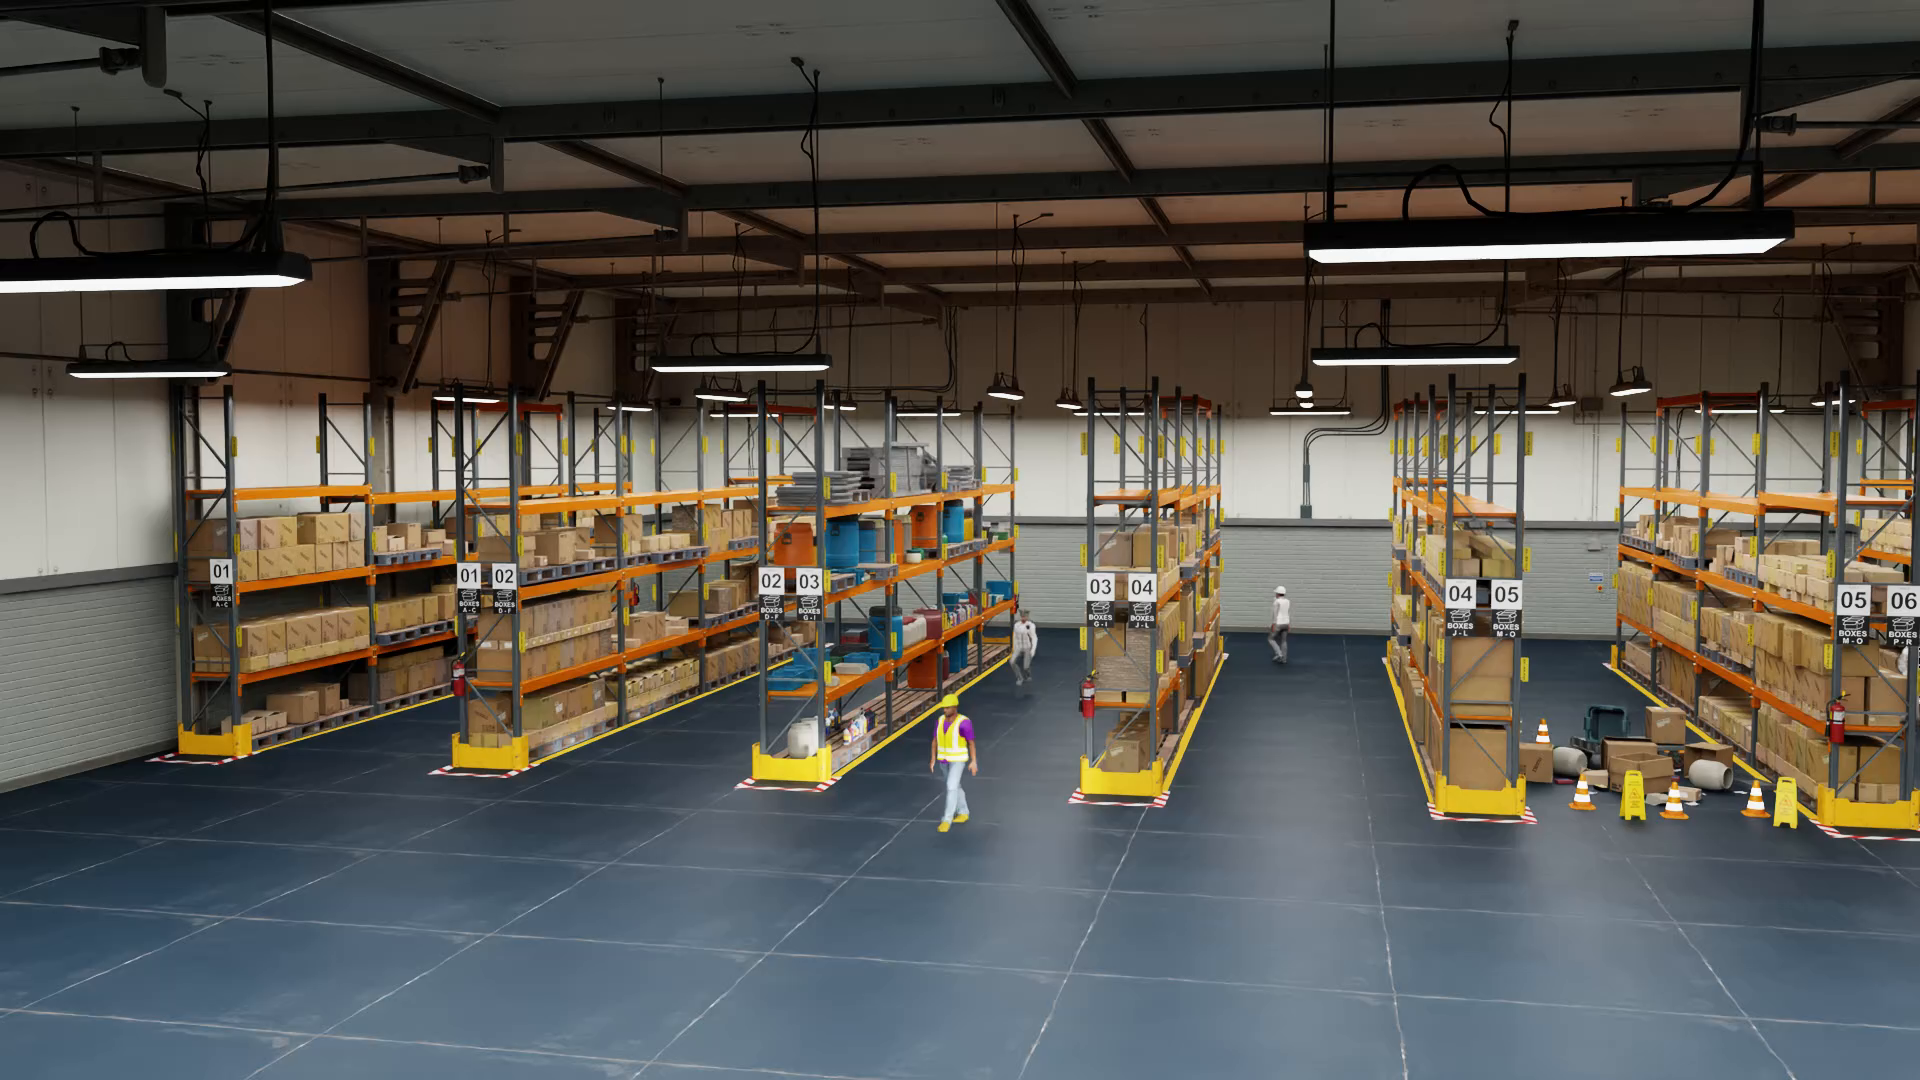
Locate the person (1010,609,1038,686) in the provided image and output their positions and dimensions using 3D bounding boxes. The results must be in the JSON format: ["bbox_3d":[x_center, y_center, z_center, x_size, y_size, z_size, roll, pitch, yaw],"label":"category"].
[{"bbox_3d":[1.293,2.149,33.378,0.527,1.529,0.591,1,3,18],"label":"person"}]

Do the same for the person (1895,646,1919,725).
[{"bbox_3d":[17.161,2.524,29.960,0.505,1.704,0.574,0,3,-7],"label":"person"}]

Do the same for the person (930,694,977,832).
[{"bbox_3d":[-0.155,2.889,21.790,0.608,1.721,0.931,3,4,41],"label":"person"}]

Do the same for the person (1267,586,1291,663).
[{"bbox_3d":[7.438,1.958,38.551,0.571,1.773,0.452,-2,4,-32],"label":"person"}]
